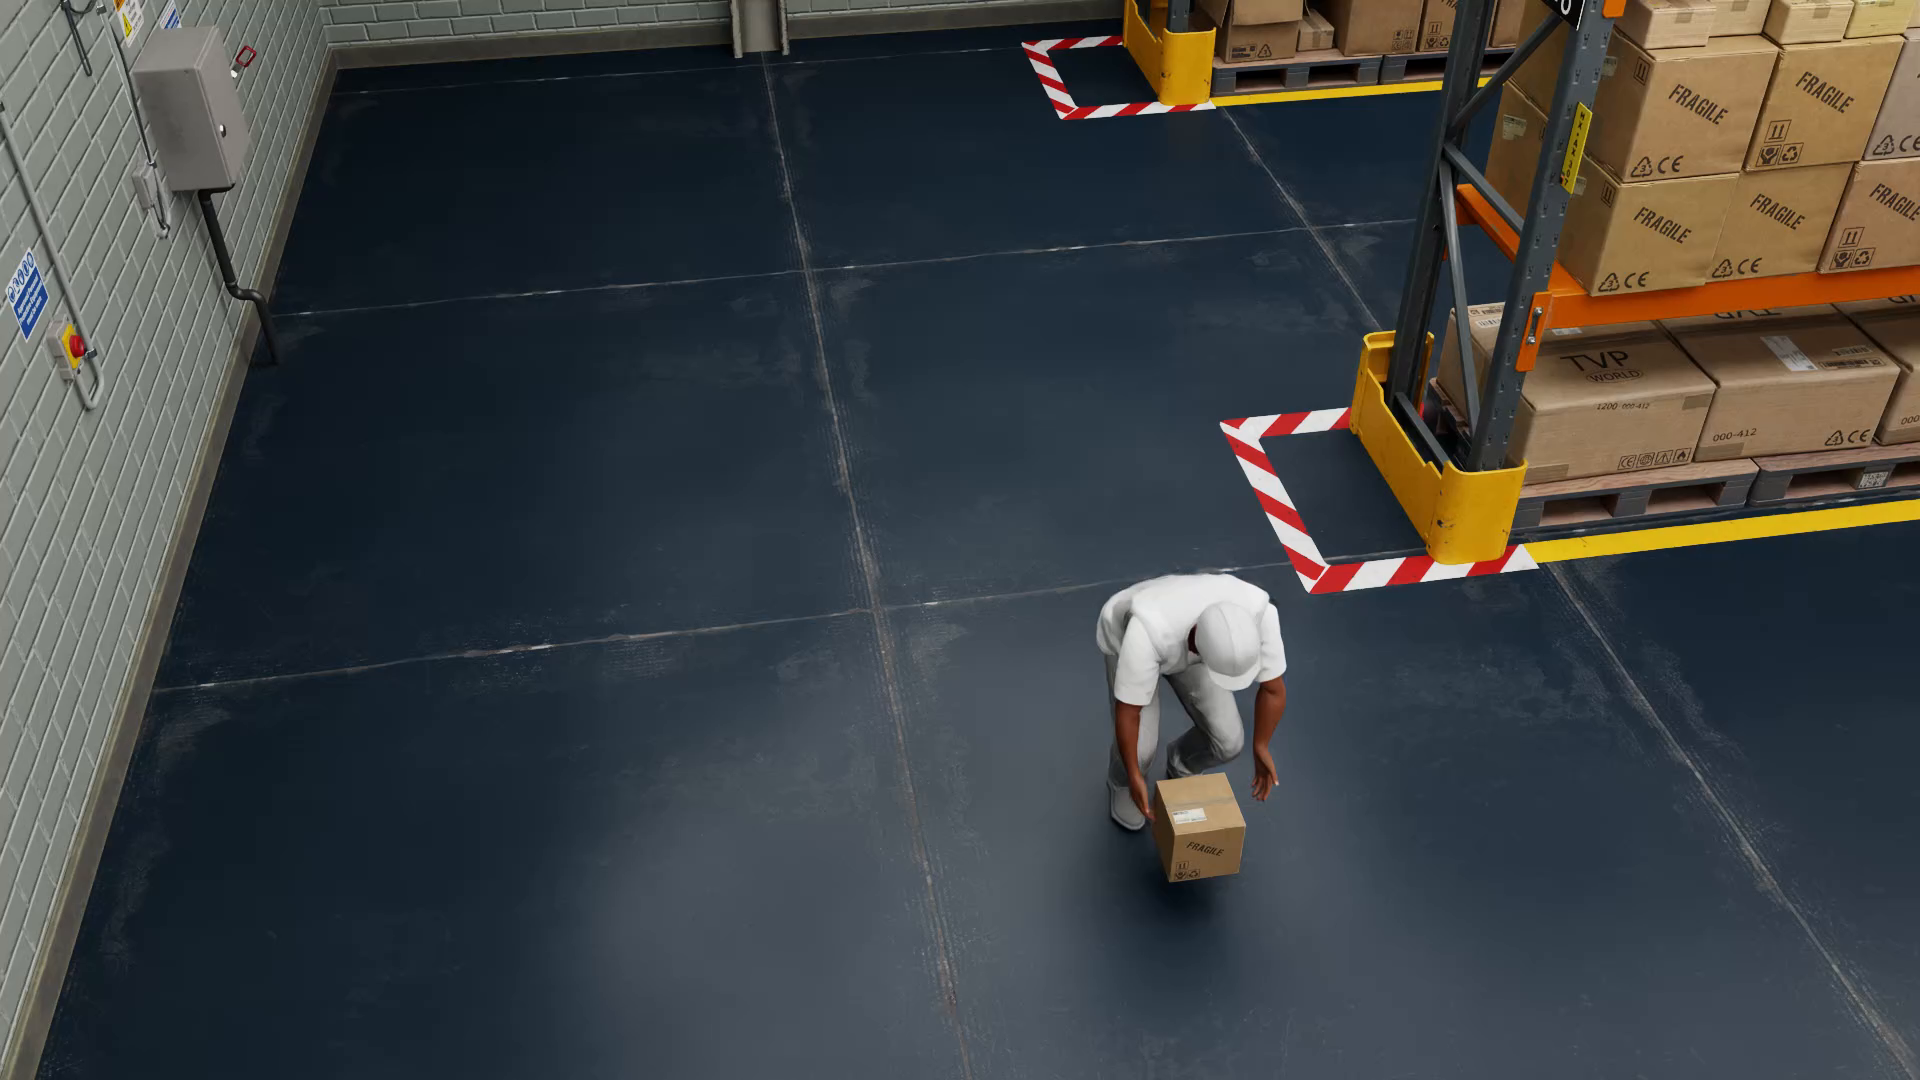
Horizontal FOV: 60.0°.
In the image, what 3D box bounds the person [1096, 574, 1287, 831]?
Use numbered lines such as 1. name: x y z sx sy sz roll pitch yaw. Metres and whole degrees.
1. person: 0.804 0.523 5.906 0.623 1.233 0.831 -6 39 -8
